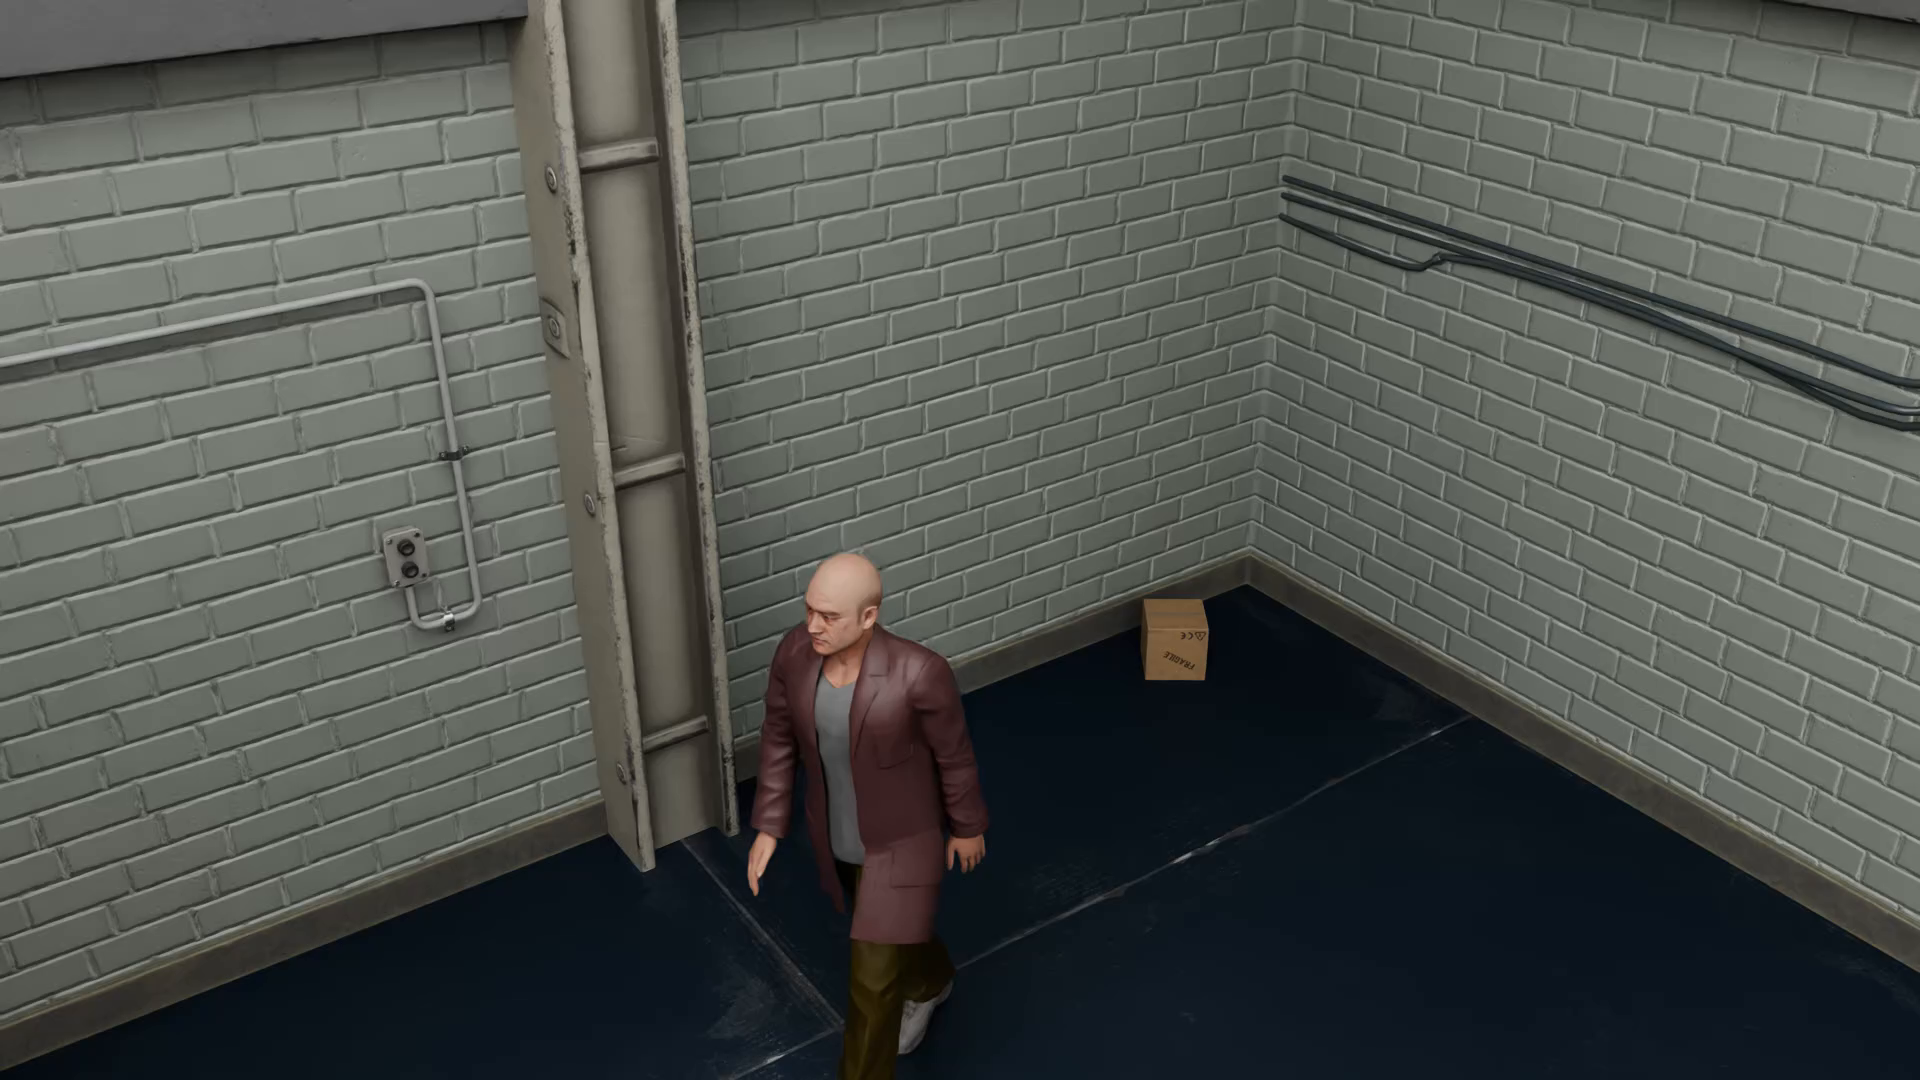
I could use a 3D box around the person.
[{"bbox_3d":[-0.291,0.838,4.572,0.610,1.782,0.911,17,33,29],"label":"person"}]
